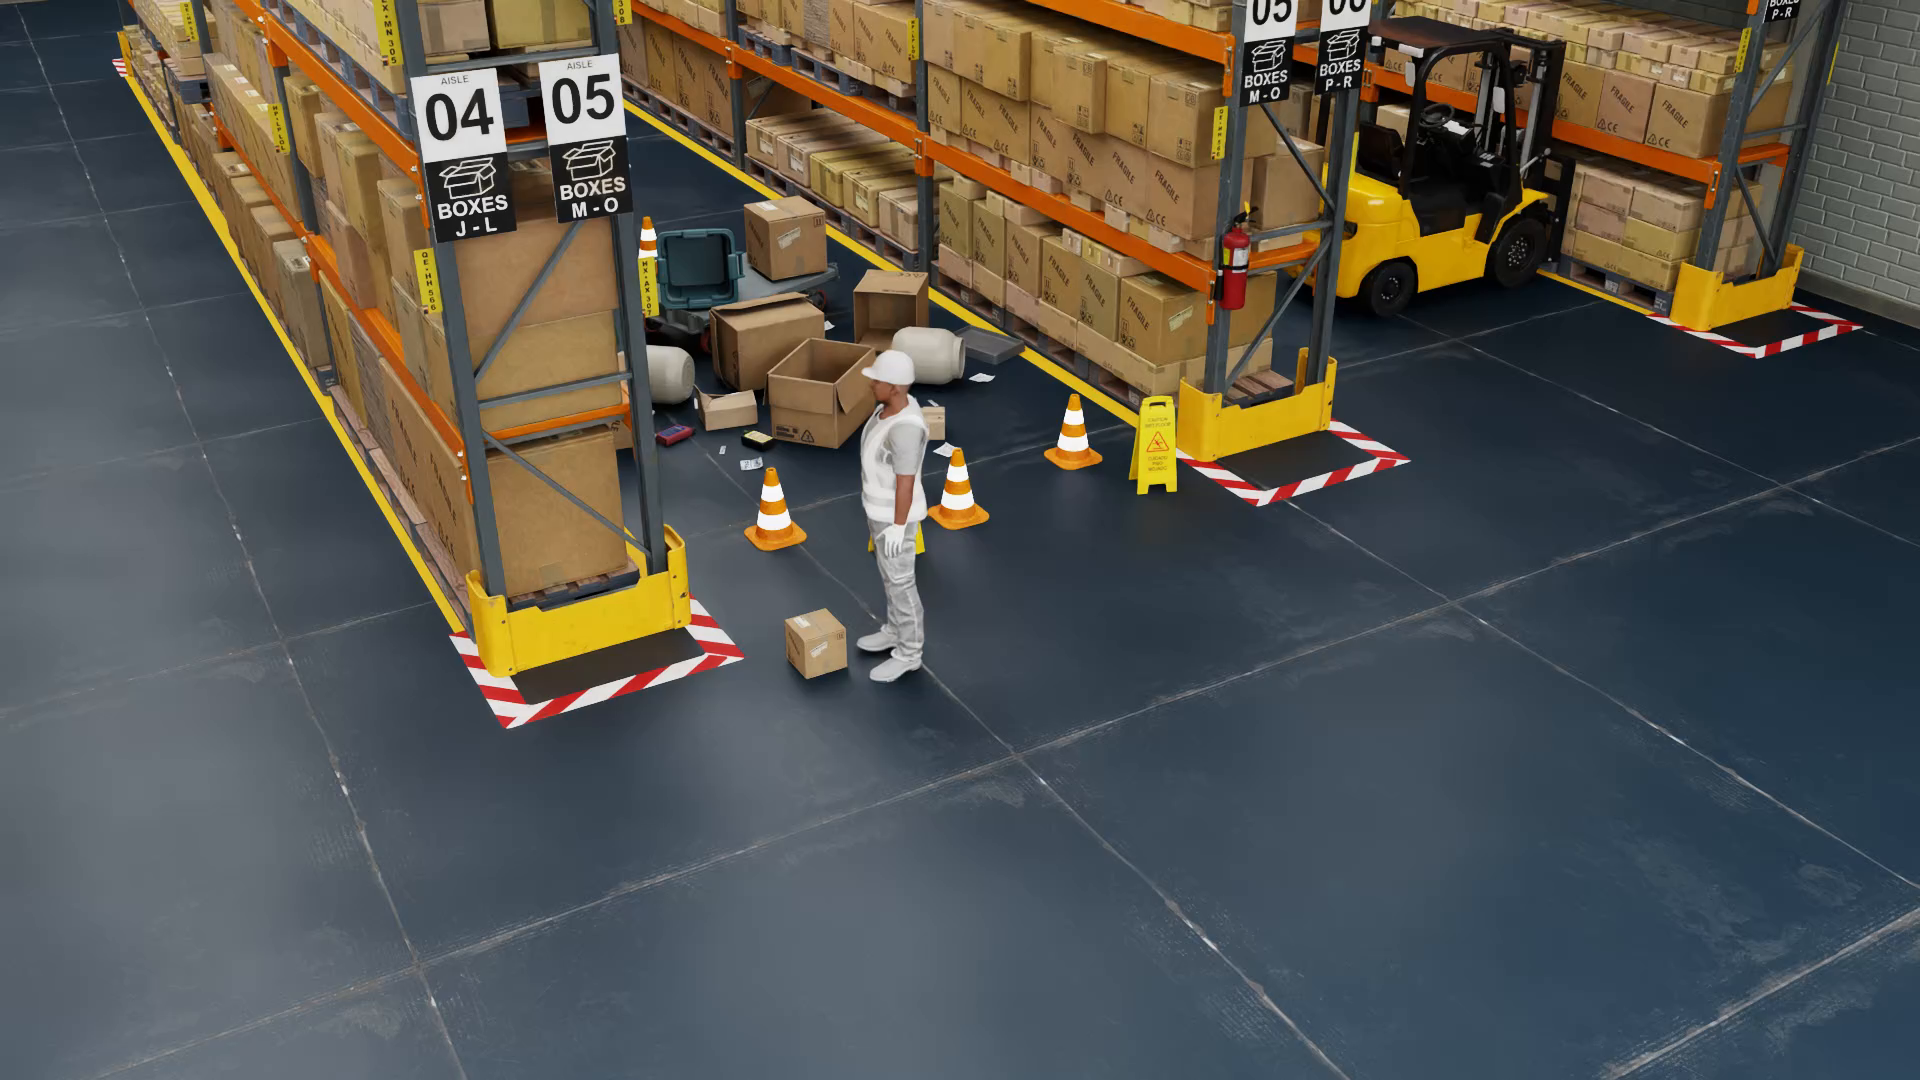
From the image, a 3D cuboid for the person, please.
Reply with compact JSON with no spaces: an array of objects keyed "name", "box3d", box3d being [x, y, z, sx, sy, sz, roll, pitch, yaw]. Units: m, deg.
[{"name":"person","box3d":[-0.370,-0.153,8.810,0.390,1.799,0.562,-5,29,-10]}]
